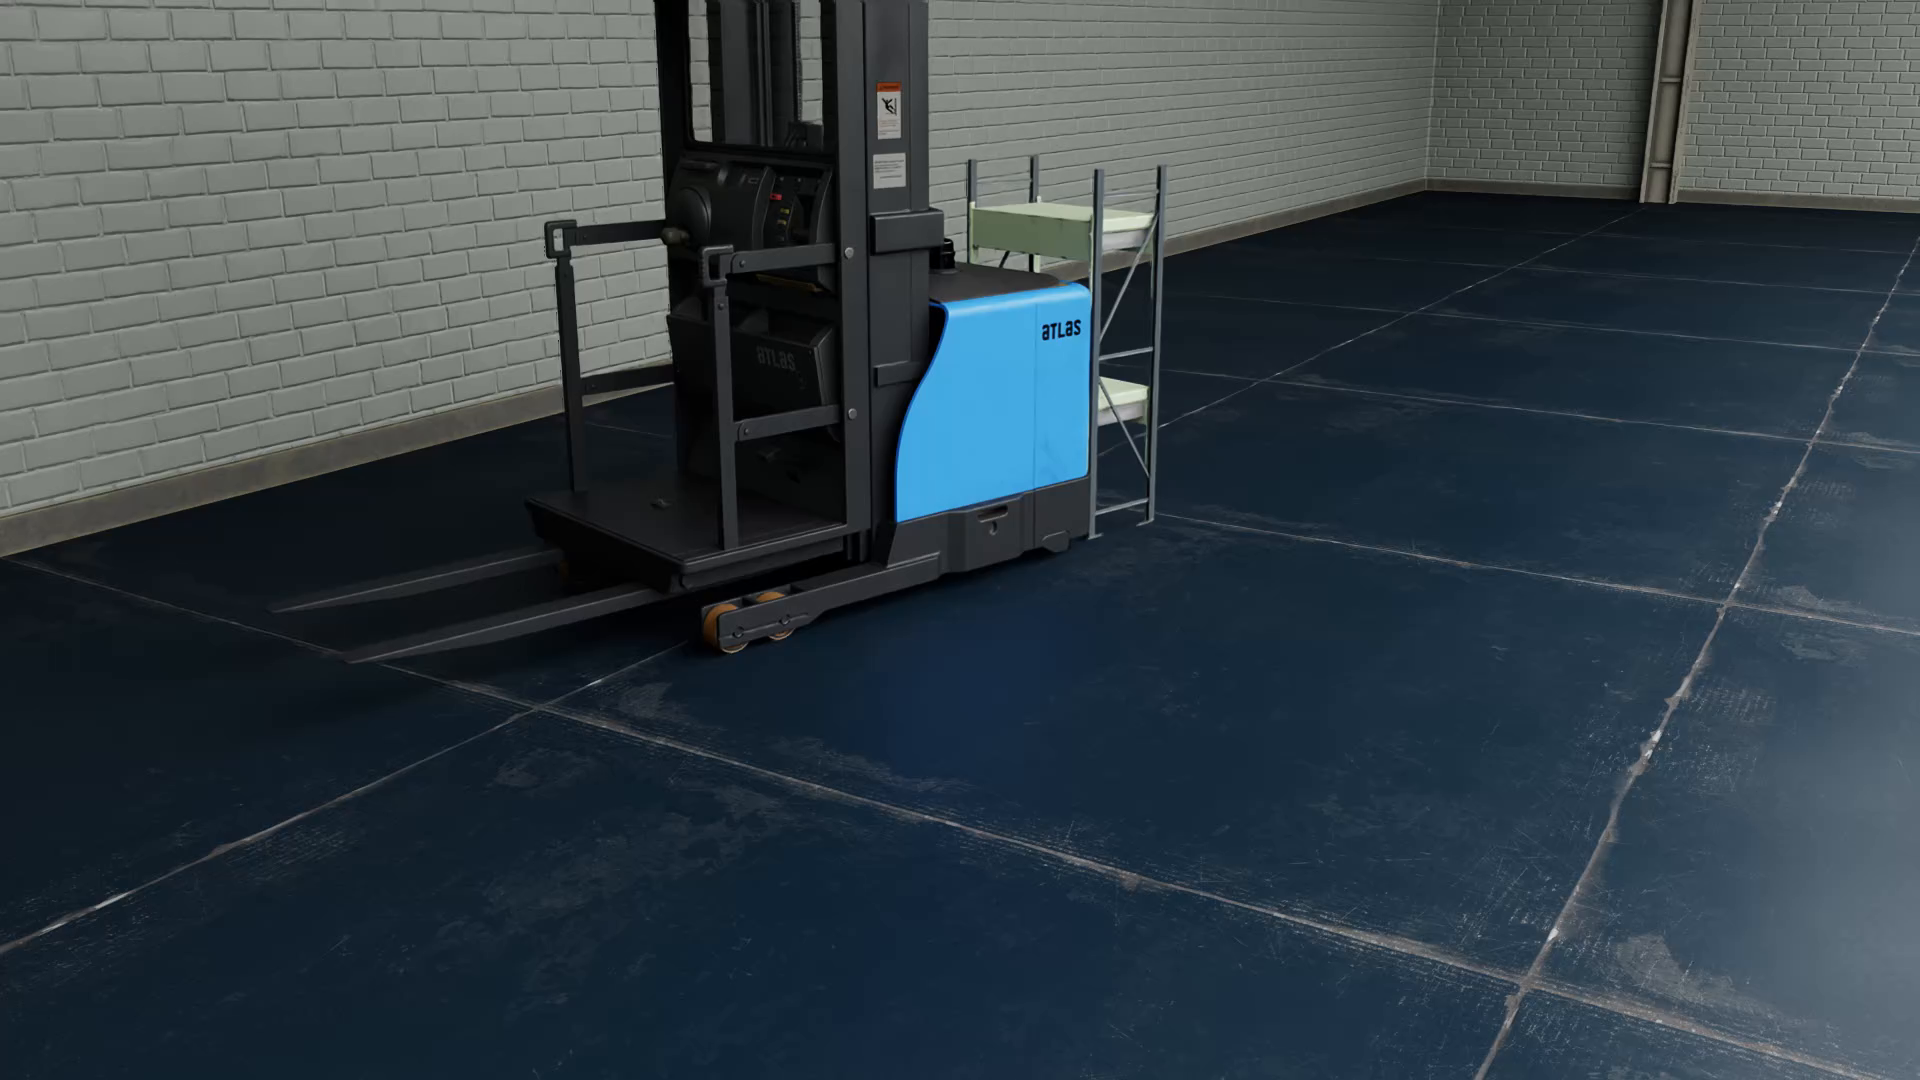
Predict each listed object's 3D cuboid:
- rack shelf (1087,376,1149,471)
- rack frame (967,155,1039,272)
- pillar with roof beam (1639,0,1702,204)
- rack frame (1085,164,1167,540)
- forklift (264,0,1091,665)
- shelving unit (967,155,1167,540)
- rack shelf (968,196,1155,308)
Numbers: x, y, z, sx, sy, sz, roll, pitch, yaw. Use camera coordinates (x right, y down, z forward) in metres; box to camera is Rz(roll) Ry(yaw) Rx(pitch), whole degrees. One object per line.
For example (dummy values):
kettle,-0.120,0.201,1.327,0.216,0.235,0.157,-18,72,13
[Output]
rack shelf,0.432,-0.526,7.154,0.431,0.370,0.720,-15,22,-40
rack frame,0.187,-0.917,7.320,0.400,1.500,0.023,-15,22,-40
pillar with roof beam,6.479,-7.469,15.986,0.400,9.000,9.100,10,20,30
rack frame,0.677,-0.759,6.799,0.400,1.500,0.023,-15,22,-40
forklift,-0.907,-1.190,5.756,3.031,2.935,1.130,-15,22,-40
shelving unit,0.432,-0.838,7.060,0.431,1.500,0.755,-15,22,-40
rack shelf,0.432,-1.212,6.946,0.431,0.370,0.720,-15,22,-40
